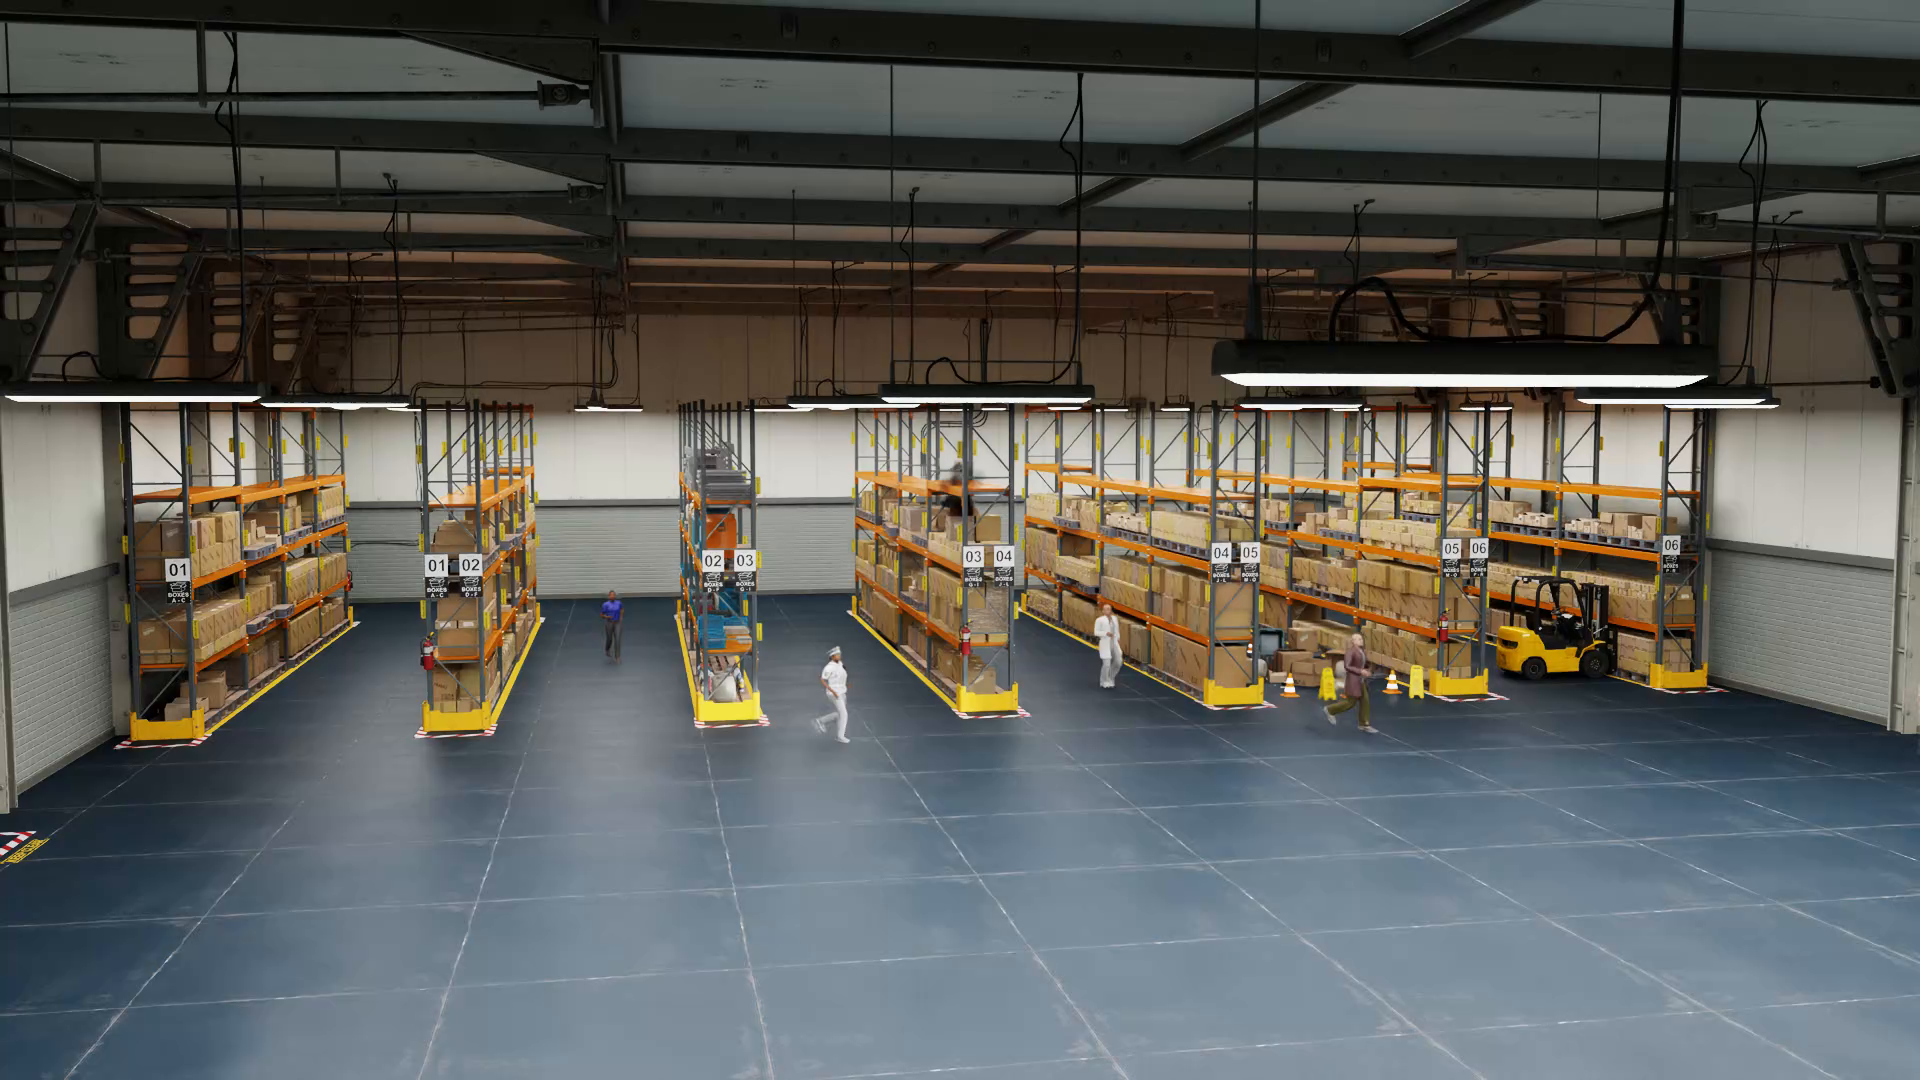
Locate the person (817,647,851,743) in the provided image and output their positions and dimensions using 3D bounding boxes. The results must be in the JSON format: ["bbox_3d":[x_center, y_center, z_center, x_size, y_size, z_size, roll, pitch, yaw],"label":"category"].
[{"bbox_3d":[-2.223,2.697,29.194,0.677,1.688,0.581,2,5,25],"label":"person"}]

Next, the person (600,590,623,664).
[{"bbox_3d":[-8.023,1.989,38.427,0.581,1.658,0.920,-2,5,-25],"label":"person"}]

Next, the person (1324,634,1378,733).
[{"bbox_3d":[7.117,2.575,30.114,0.989,1.783,0.718,3,6,39],"label":"person"}]

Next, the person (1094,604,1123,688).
[{"bbox_3d":[3.140,2.231,34.688,0.693,1.768,0.682,-2,5,-25],"label":"person"}]
